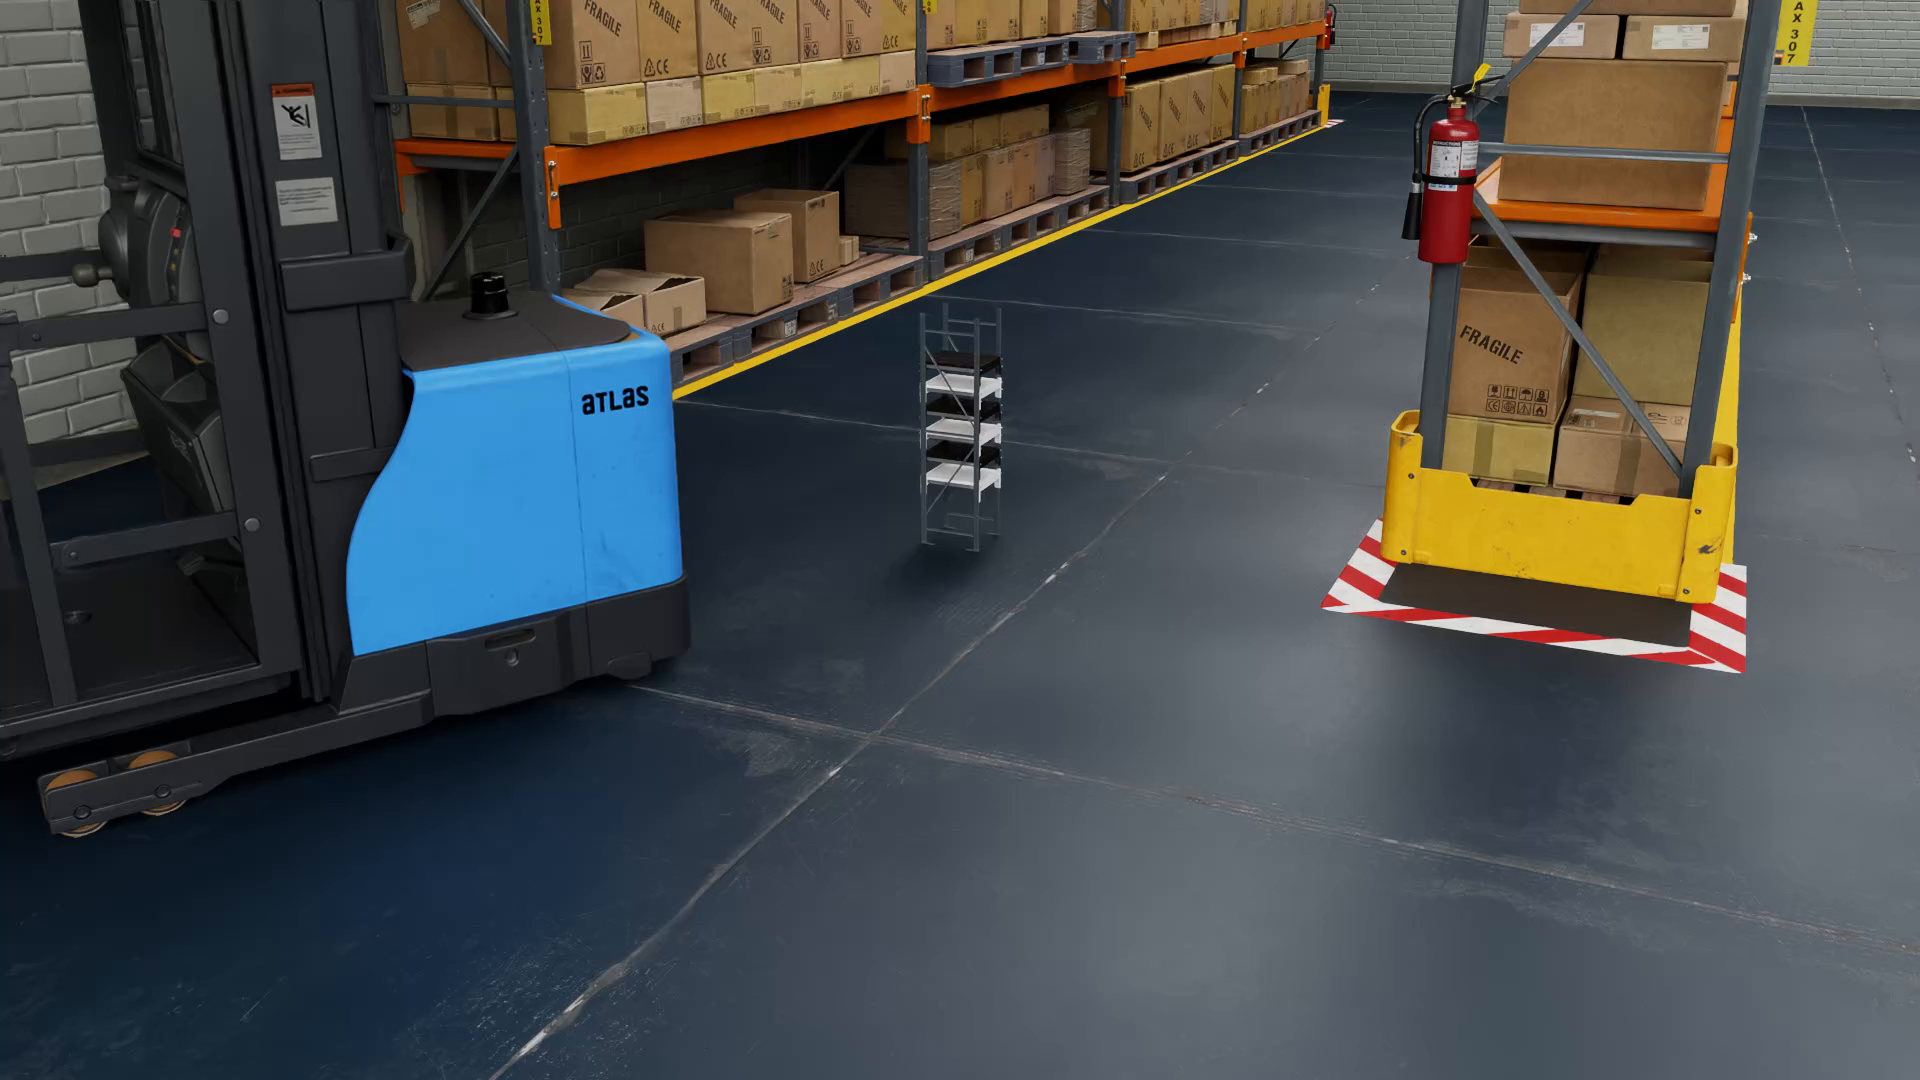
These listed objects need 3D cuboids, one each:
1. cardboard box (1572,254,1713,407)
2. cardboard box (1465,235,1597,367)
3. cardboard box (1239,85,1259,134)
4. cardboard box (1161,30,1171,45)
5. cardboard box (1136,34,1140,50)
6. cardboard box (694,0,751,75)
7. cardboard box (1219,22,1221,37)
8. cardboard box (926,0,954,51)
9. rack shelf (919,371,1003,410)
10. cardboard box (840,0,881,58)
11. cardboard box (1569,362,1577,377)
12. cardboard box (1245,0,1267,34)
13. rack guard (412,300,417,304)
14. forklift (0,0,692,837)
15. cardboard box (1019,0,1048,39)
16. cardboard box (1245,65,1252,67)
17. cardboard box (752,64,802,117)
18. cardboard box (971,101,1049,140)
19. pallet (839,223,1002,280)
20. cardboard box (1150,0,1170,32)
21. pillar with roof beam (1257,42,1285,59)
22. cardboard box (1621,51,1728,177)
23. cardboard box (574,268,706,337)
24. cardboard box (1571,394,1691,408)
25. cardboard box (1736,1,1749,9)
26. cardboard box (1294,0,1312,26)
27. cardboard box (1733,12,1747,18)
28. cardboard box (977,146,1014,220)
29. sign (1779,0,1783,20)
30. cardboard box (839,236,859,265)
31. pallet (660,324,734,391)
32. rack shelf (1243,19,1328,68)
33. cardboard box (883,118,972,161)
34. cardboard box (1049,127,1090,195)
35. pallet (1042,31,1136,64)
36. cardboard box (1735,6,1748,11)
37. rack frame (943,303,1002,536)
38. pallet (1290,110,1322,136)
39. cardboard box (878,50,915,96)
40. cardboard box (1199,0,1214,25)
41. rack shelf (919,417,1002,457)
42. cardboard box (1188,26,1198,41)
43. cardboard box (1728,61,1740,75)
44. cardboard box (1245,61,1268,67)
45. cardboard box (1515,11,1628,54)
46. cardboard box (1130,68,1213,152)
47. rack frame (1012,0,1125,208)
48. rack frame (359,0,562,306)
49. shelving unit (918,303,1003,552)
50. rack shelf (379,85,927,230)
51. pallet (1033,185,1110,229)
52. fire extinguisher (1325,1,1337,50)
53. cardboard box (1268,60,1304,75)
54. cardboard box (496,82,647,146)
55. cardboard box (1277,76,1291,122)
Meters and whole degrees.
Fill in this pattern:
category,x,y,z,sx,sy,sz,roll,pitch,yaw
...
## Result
category,x,y,z,sx,sy,sz,roll,pitch,yaw
cardboard box,2.811,-0.864,6.779,0.500,0.500,0.500,9,21,23
cardboard box,2.530,-1.090,7.415,0.500,0.500,0.500,9,21,23
cardboard box,2.978,-4.903,18.884,0.700,0.500,0.500,9,21,23
cardboard box,1.788,-4.803,15.843,0.380,0.149,0.250,9,21,24
cardboard box,1.398,-4.482,14.939,0.380,0.149,0.250,9,21,23
cardboard box,-1.437,-2.704,8.670,0.500,0.500,0.500,8,21,21
cardboard box,2.469,-5.264,17.140,0.380,0.149,0.250,9,22,24
cardboard box,-0.458,-3.628,11.389,0.700,0.500,0.500,9,21,23
rack shelf,0.003,-0.565,6.276,0.258,0.077,0.200,9,21,23
cardboard box,-0.808,-3.175,9.995,0.500,0.500,0.500,8,21,22
cardboard box,2.532,-0.736,7.539,0.500,0.250,0.500,9,21,23
cardboard box,2.815,-5.974,18.342,0.980,0.700,0.700,9,21,24
rack guard,-2.304,-0.846,8.101,1.175,0.500,0.348,9,21,23
forklift,-2.351,-0.813,4.382,3.031,2.935,1.130,-14,24,-33
cardboard box,0.267,-4.171,12.916,0.700,0.500,0.500,9,21,23
cardboard box,3.268,-5.590,19.846,0.380,0.149,0.250,8,21,22
cardboard box,-1.223,-2.515,9.257,0.500,0.250,0.500,9,21,23
cardboard box,0.403,-3.436,13.608,0.500,0.250,0.500,9,21,24
pallet,-0.380,-2.148,12.192,1.003,0.211,1.213,9,21,23
cardboard box,1.596,-4.915,15.189,0.500,0.500,0.500,9,22,24
pillar with roof beam,8.460,-10.071,21.359,9.100,9.000,0.400,9,21,23
cardboard box,2.599,-1.671,6.542,0.700,0.500,0.500,9,22,24
cardboard box,-1.737,-1.314,9.044,0.500,0.311,0.500,11,22,27
cardboard box,2.809,-0.511,6.906,0.500,0.250,0.500,9,21,23
cardboard box,3.280,-2.315,7.385,0.380,0.149,0.250,9,22,24
cardboard box,3.729,-6.652,20.248,0.980,0.700,0.700,8,21,22
cardboard box,2.648,-1.846,6.066,0.380,0.149,0.250,8,21,21
cardboard box,0.000,-2.795,12.926,0.700,0.500,0.500,9,21,23
sign,4.330,-2.914,8.776,0.100,0.325,0.005,9,21,23
cardboard box,-0.889,-1.928,10.985,0.380,0.166,0.250,6,20,16
pallet,-1.939,-0.953,8.834,1.003,0.211,1.213,9,21,23
rack shelf,3.397,-5.941,19.772,1.077,0.370,4.000,9,21,23
cardboard box,-0.234,-2.968,12.294,0.500,0.250,0.500,8,21,22
cardboard box,0.693,-3.248,14.200,0.700,0.500,0.500,9,21,23
pallet,0.746,-4.123,13.872,1.213,0.211,1.003,9,21,23
cardboard box,2.964,-2.081,6.726,0.380,0.149,0.250,8,21,21
rack frame,0.045,-0.458,6.412,0.240,0.900,0.006,9,21,23
pallet,3.960,-5.322,21.120,1.003,0.211,1.213,9,21,23
cardboard box,-0.615,-2.976,10.553,0.500,0.250,0.500,9,21,23
cardboard box,2.206,-5.380,16.497,0.500,0.500,0.500,9,21,23
rack shelf,0.003,-0.395,6.336,0.258,0.077,0.200,9,21,23
cardboard box,2.138,-5.035,16.496,0.380,0.149,0.250,8,21,21
cardboard box,5.345,-3.336,11.748,0.380,0.149,0.250,9,21,23
cardboard box,3.580,-5.824,20.504,0.380,0.149,0.250,9,21,23
cardboard box,2.274,-1.898,6.211,0.380,0.149,0.250,9,22,24
cardboard box,2.070,-4.365,16.848,0.750,0.750,0.750,9,22,24
rack frame,0.940,-4.446,14.494,1.000,3.000,0.127,9,21,23
rack frame,-2.335,-2.000,7.617,1.000,3.000,0.127,9,21,23
shelving unit,0.003,-0.426,6.325,0.258,0.900,0.210,9,21,23
rack shelf,-1.516,-2.273,9.457,1.077,0.370,4.000,9,21,23
pallet,0.619,-2.893,14.290,1.003,0.211,1.213,9,21,23
fire extinguisher,4.699,-6.662,21.397,0.296,0.674,0.183,9,21,23
cardboard box,4.031,-5.847,20.569,0.380,0.149,0.250,9,22,24
cardboard box,-1.846,-2.045,7.936,0.500,0.250,0.500,8,21,21
cardboard box,3.611,-5.377,20.216,0.700,0.500,0.500,8,21,21
